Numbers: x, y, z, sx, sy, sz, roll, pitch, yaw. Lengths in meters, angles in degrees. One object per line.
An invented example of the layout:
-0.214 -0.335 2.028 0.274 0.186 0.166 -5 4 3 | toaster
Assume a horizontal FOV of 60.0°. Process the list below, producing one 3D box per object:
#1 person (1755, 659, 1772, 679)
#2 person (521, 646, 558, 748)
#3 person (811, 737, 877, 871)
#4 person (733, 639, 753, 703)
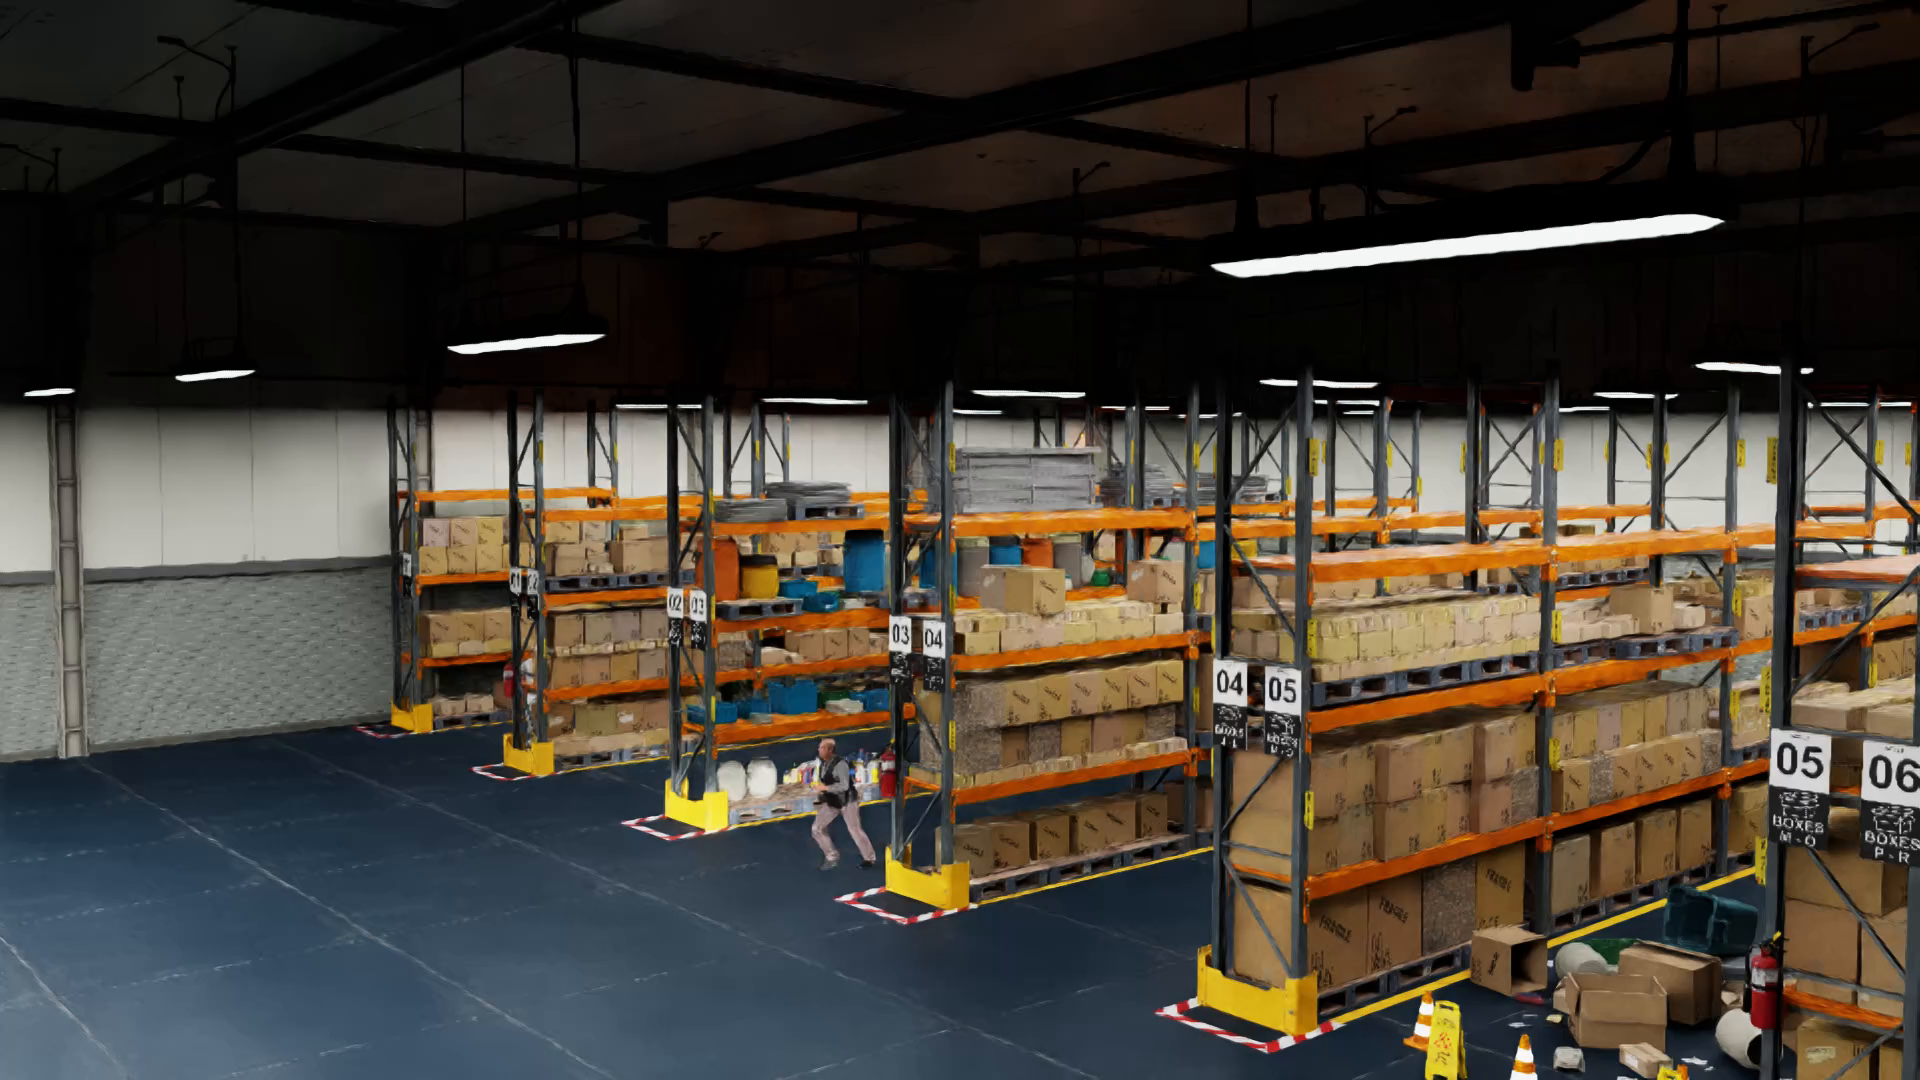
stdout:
13.003 2.752 26.573 0.546 1.733 0.729 -3 4 -42 | person
-7.148 2.605 28.283 0.655 1.785 0.577 -1 3 -17 | person
-1.464 3.166 19.998 0.948 1.631 0.644 -3 5 -44 | person
-4.121 2.456 31.532 1.044 1.736 0.567 -3 4 -41 | person
